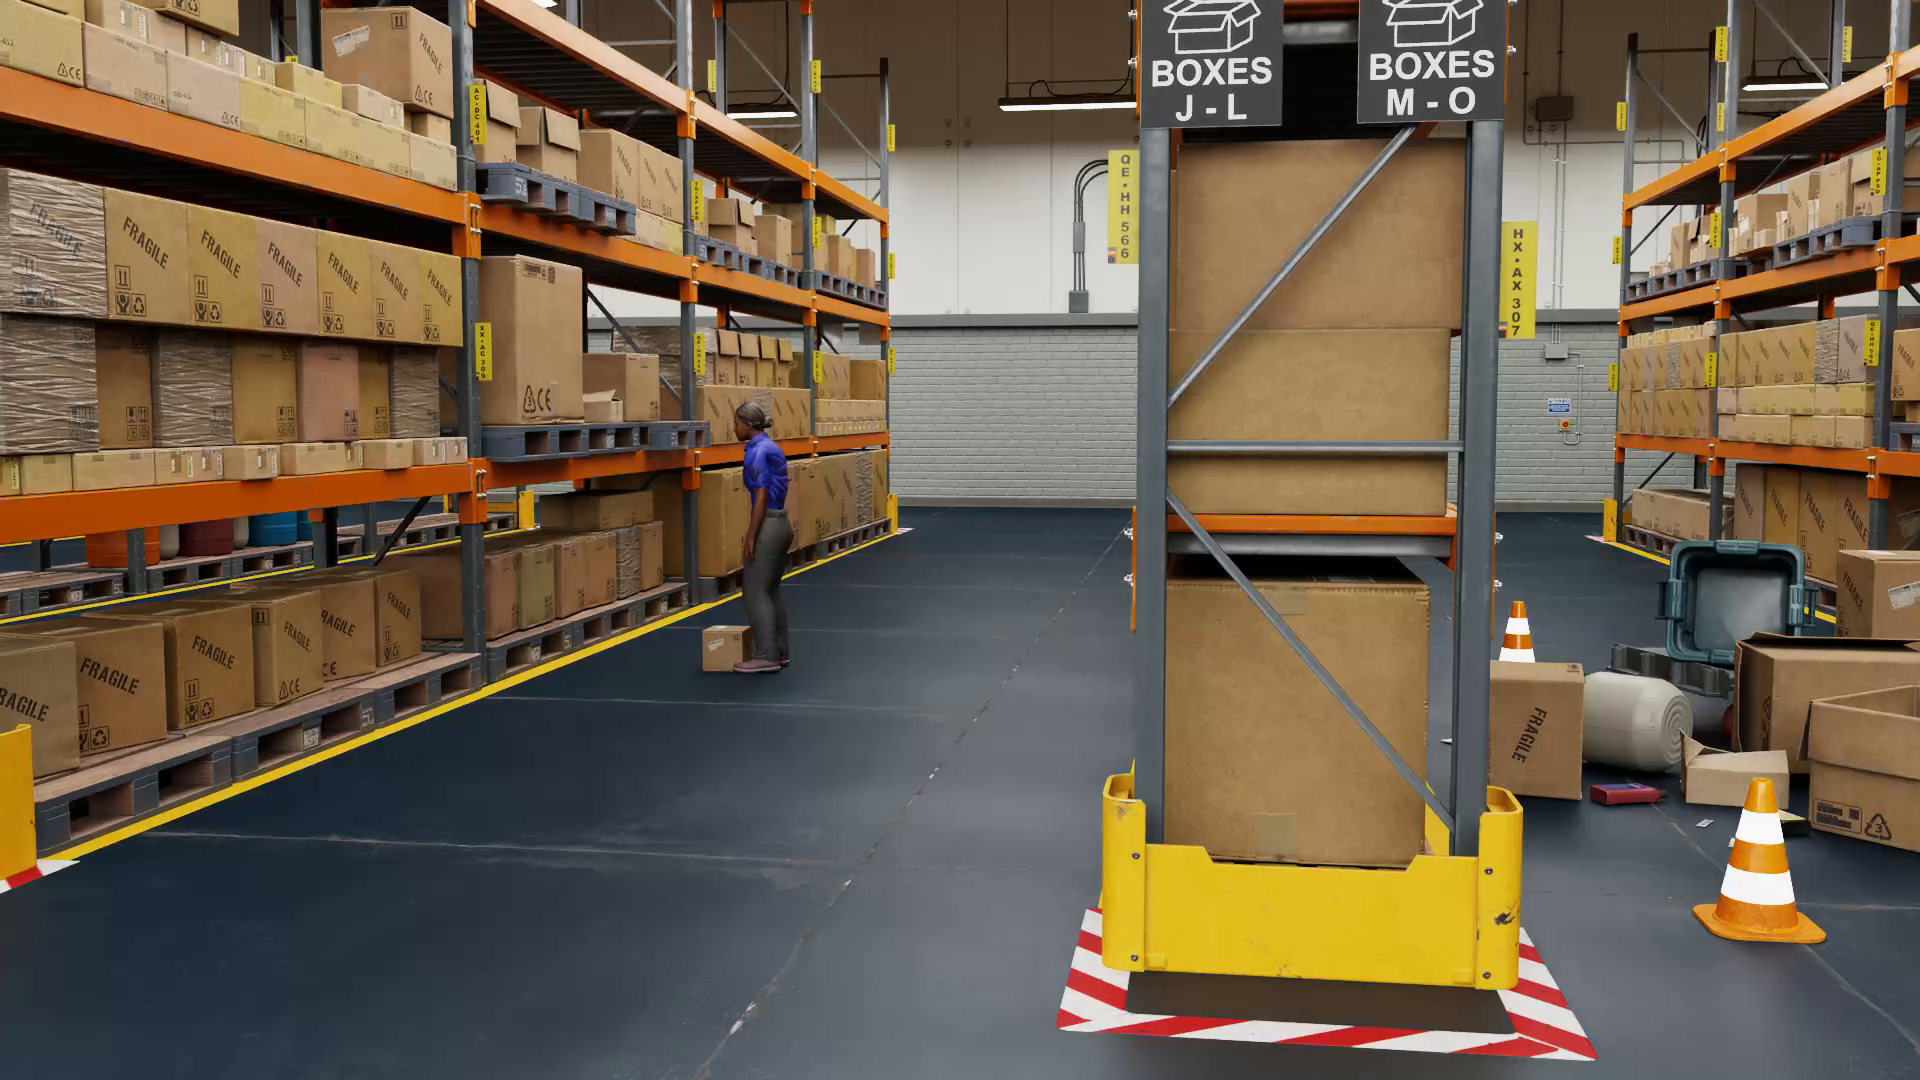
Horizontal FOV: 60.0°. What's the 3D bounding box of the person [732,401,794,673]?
[{"bbox_3d":[-1.213,-0.025,10.239,0.352,1.654,0.512,1,5,8],"label":"person"}]
